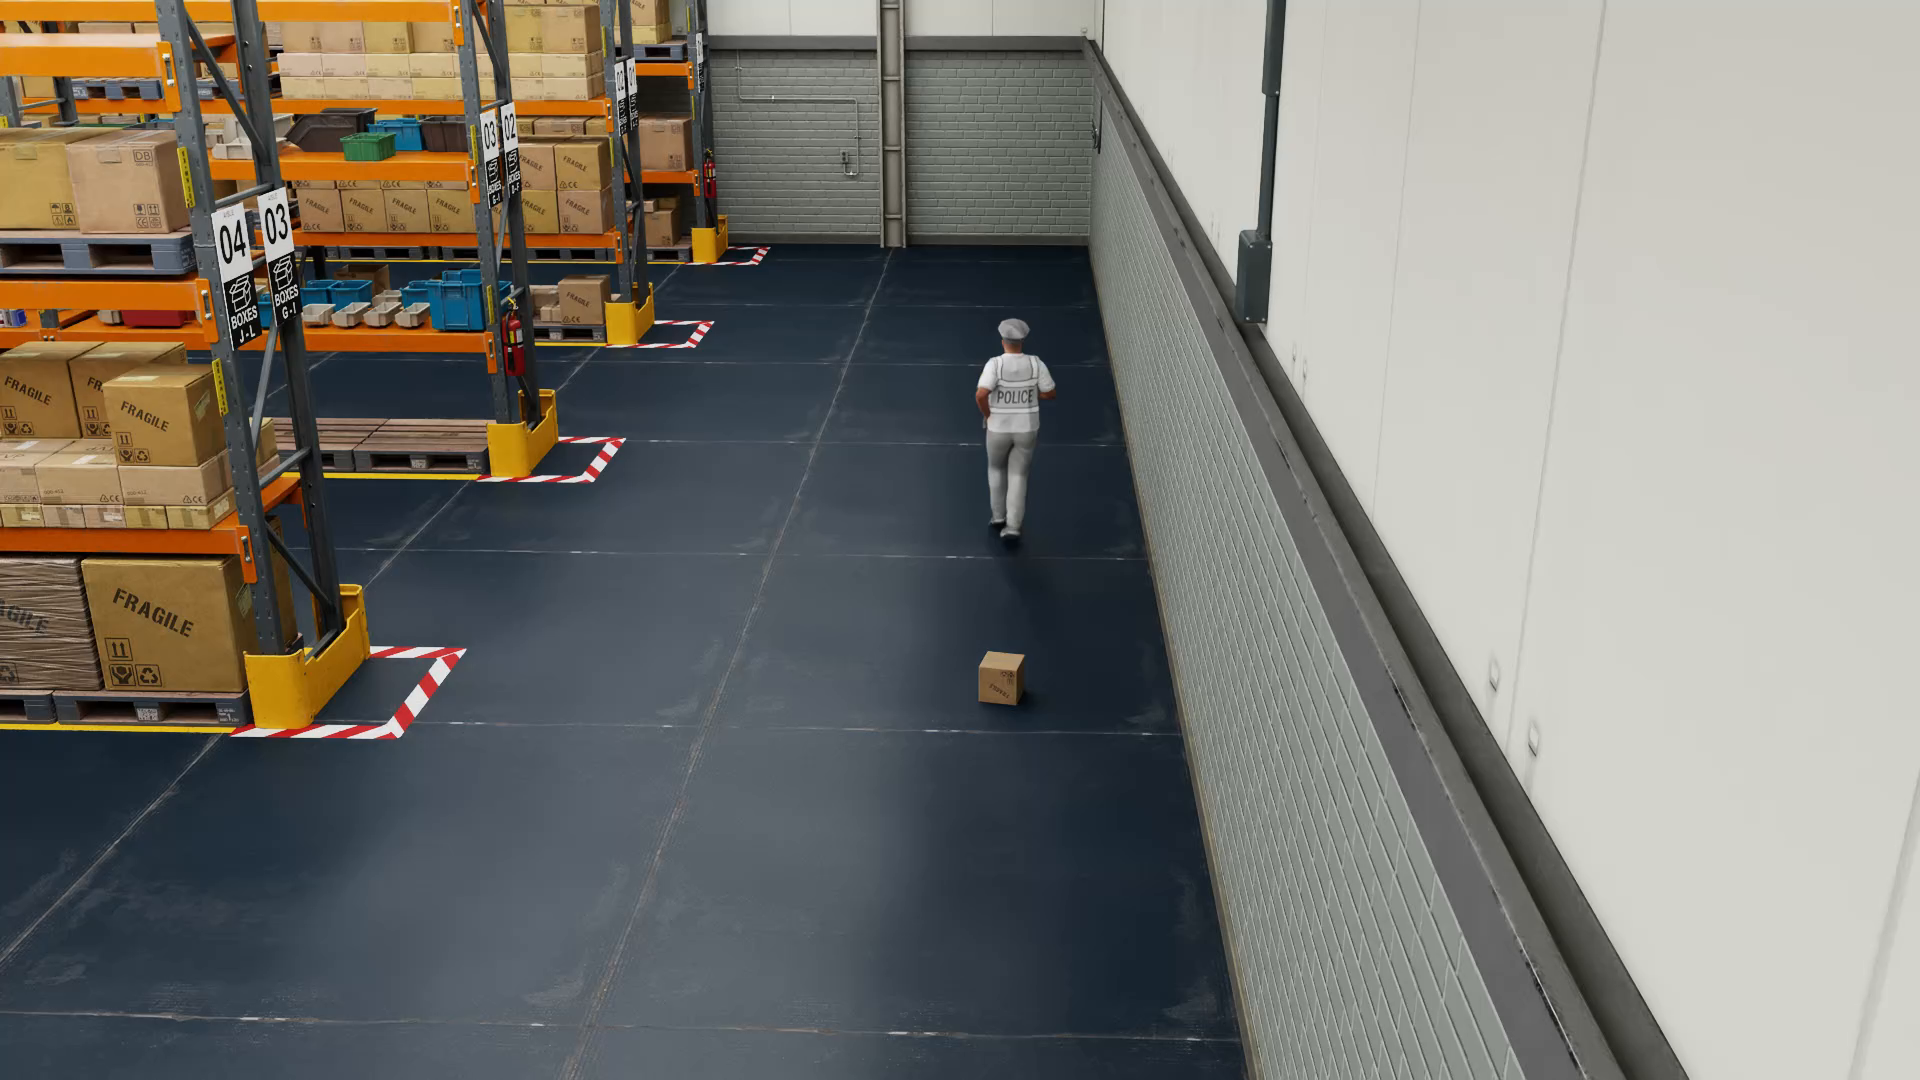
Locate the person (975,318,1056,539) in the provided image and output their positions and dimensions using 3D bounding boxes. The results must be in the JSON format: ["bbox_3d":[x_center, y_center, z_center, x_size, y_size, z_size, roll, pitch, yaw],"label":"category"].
[{"bbox_3d":[0.435,-0.875,13.327,0.659,1.809,0.807,-1,21,-3],"label":"person"}]
